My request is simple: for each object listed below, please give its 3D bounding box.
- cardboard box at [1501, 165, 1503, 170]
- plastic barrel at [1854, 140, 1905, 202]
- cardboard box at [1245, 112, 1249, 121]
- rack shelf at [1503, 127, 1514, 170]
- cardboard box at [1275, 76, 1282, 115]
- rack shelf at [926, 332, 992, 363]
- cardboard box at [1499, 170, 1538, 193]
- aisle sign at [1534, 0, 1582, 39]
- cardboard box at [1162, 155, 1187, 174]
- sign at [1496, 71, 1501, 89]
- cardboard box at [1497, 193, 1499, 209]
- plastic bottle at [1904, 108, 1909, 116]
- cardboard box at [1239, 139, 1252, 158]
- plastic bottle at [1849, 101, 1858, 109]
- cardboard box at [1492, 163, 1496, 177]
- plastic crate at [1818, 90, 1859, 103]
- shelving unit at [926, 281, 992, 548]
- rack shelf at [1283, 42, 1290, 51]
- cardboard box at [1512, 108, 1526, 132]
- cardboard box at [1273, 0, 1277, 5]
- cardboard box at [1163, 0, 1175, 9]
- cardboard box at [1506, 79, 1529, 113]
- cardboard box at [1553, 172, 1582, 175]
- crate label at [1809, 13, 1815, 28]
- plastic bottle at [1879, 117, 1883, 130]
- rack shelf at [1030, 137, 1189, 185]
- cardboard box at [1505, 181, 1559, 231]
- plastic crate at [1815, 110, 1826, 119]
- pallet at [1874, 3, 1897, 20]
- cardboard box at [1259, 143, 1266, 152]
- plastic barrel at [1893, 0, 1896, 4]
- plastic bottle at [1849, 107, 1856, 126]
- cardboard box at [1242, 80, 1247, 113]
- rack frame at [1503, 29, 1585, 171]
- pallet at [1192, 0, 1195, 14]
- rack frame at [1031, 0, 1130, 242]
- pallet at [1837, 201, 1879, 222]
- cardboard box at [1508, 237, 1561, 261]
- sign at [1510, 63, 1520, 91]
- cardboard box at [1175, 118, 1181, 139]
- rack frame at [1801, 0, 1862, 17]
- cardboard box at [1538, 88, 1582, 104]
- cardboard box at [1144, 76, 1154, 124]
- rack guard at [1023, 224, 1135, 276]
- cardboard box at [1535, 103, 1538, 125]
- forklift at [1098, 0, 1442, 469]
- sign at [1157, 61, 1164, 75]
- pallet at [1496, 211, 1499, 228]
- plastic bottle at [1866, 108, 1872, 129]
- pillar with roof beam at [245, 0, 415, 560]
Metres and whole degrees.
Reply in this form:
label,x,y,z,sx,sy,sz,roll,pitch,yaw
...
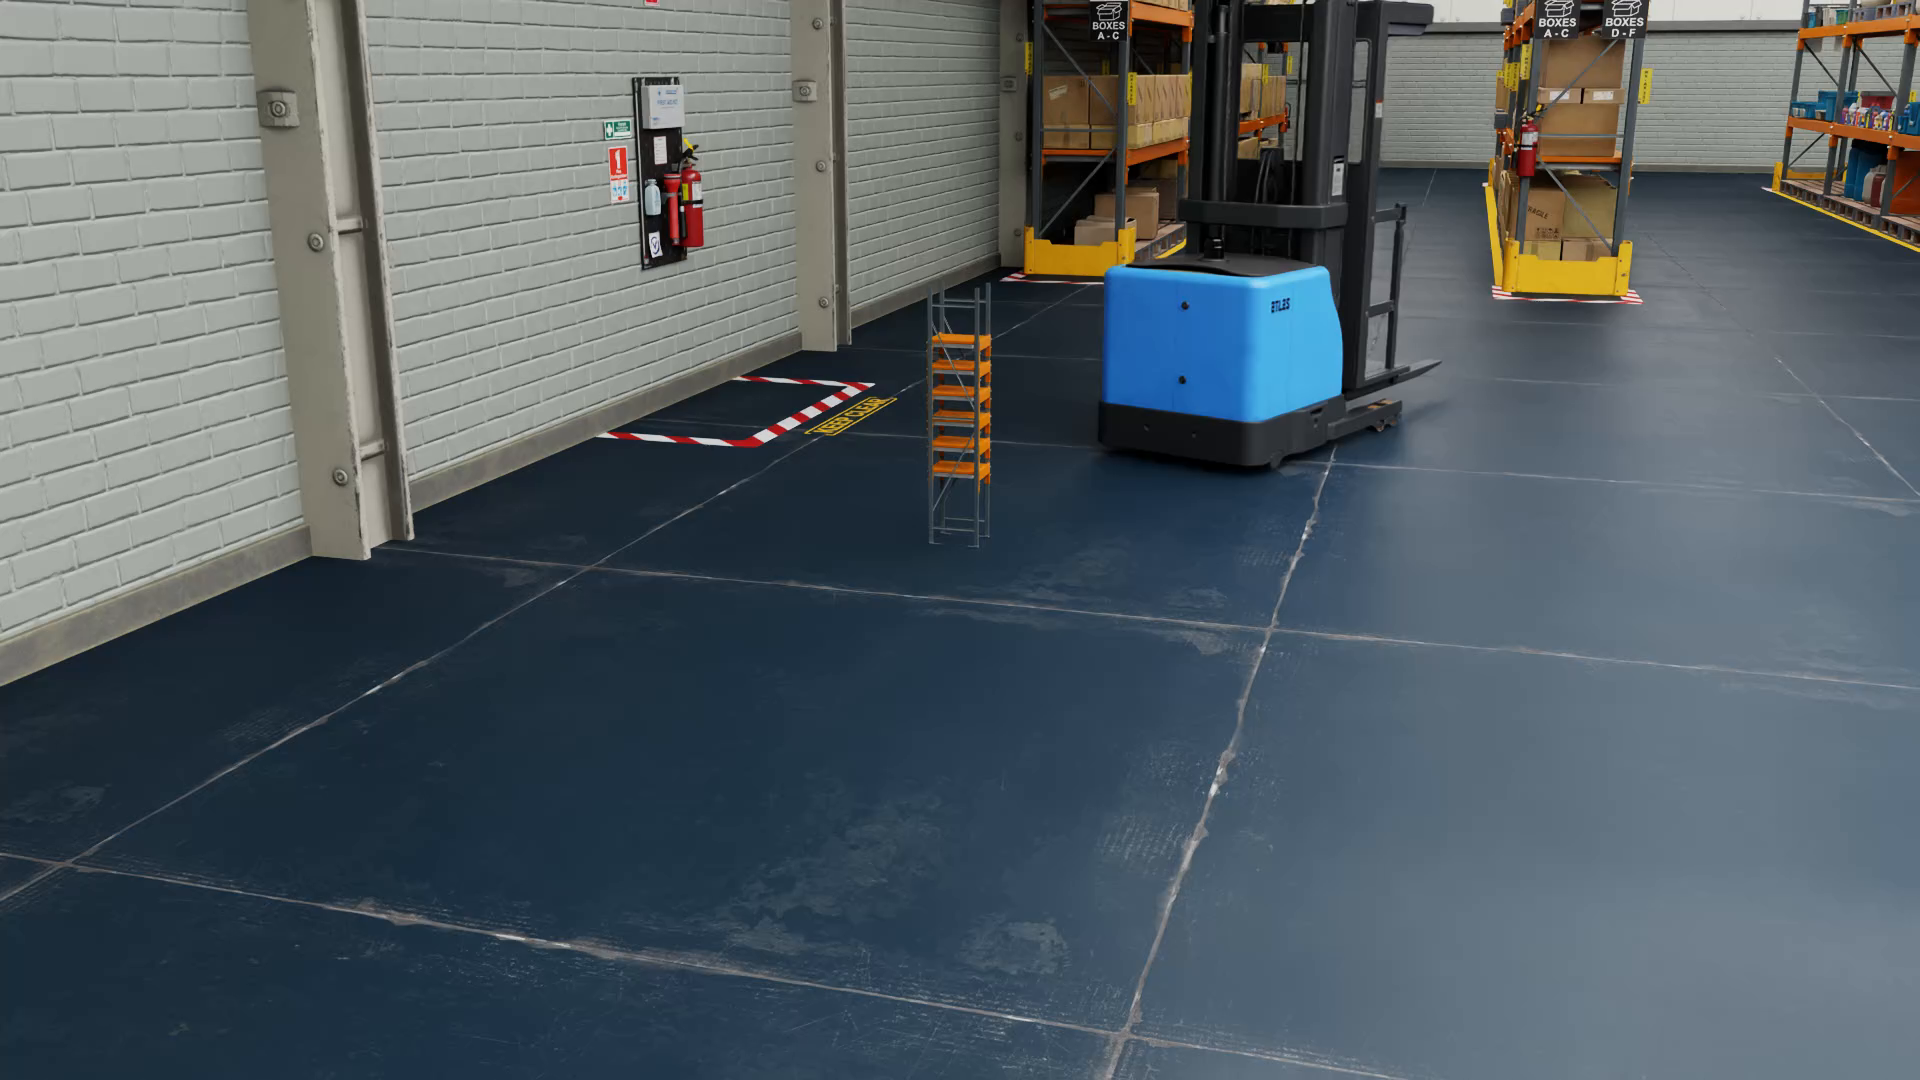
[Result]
label,x,y,z,sx,sy,sz,roll,pitch,yaw
cardboard box,8.471,-5.421,25.221,0.500,0.500,0.500,4,16,14
plastic barrel,13.796,-5.542,24.946,0.600,0.901,0.708,5,16,16
cardboard box,4.527,-6.958,27.286,0.380,0.149,0.250,5,16,16
rack shelf,7.715,-5.145,21.789,1.077,0.370,4.000,5,16,16
cardboard box,5.475,-8.309,31.078,0.980,0.700,0.700,4,16,15
rack shelf,-0.004,-0.877,7.566,0.258,0.103,0.180,5,16,16
cardboard box,7.853,-5.049,23.374,0.500,0.311,0.500,5,17,18
aisle sign,5.709,-5.177,15.822,0.394,0.787,0.004,5,16,16
cardboard box,2.855,-5.166,22.947,0.500,0.250,0.500,4,16,14
sign,10.036,-8.566,30.945,0.100,0.325,0.005,5,16,16
cardboard box,7.853,-4.779,23.451,0.500,0.250,0.500,5,16,16
plastic bottle,13.955,-6.228,24.524,0.097,0.271,0.097,0,16,0
cardboard box,4.359,-6.199,27.356,0.750,0.750,0.750,5,17,18
plastic bottle,13.746,-6.574,25.601,0.144,0.351,0.185,5,16,16
cardboard box,9.988,-6.745,30.345,0.500,0.250,0.500,5,16,16
plastic crate,15.388,-7.666,29.184,0.616,0.435,0.499,5,16,16
shelving unit,-0.004,-0.573,7.652,0.258,1.200,0.189,5,16,16
rack shelf,5.238,-9.064,30.110,1.077,0.370,4.000,5,16,16
cardboard box,7.843,-5.752,22.776,0.500,0.311,0.500,4,16,15
cardboard box,5.277,-9.357,29.148,0.500,0.250,0.500,4,16,15
cardboard box,2.212,-6.421,19.254,0.500,0.500,0.500,4,16,14
cardboard box,8.354,-6.438,24.076,0.700,0.500,0.500,-1,16,-3
cardboard box,8.229,-4.871,22.746,0.500,0.311,0.500,4,16,15
crate label,14.733,-8.877,28.405,0.408,0.251,0.502,5,16,16
plastic bottle,12.936,-5.838,23.279,0.097,0.201,0.097,0,16,0
rack shelf,1.827,-4.481,19.451,1.077,0.370,4.000,5,16,16
cardboard box,6.147,-3.587,17.875,0.500,0.500,0.500,5,16,16
plastic crate,14.374,-7.056,27.584,0.293,0.136,0.466,5,16,16
pallet,13.719,-7.518,23.687,1.003,0.211,1.213,5,16,16
cardboard box,5.252,-7.018,29.699,0.380,0.149,0.250,5,17,18
plastic barrel,14.103,-8.157,24.478,0.600,0.588,0.600,0,16,0
plastic bottle,13.508,-6.398,25.125,0.097,0.271,0.097,0,16,0
cardboard box,4.216,-6.971,26.146,0.500,0.500,0.500,5,16,16
rack frame,8.283,-6.014,23.536,1.000,3.000,0.127,5,16,16
pallet,2.673,-6.857,21.354,1.213,0.211,1.003,5,16,16
rack frame,1.259,-4.304,17.508,1.000,3.000,0.127,5,16,16
pallet,13.564,-4.815,24.419,1.003,0.211,1.213,5,16,16
cardboard box,5.879,-2.964,17.050,0.500,0.250,0.500,5,16,16
sign,6.623,-5.526,19.838,0.100,0.325,0.005,5,16,16
cardboard box,2.402,-5.011,20.238,0.500,0.250,0.500,5,17,16
rack frame,15.305,-10.608,28.739,1.000,3.000,0.127,5,16,16
cardboard box,5.935,-4.396,16.459,0.380,0.149,0.250,4,16,15
cardboard box,1.833,-4.833,18.234,0.500,0.500,0.500,5,16,16
rack guard,1.281,-3.122,17.919,1.175,0.500,0.348,5,16,16
cardboard box,6.592,-4.496,17.999,0.700,0.500,0.500,5,17,18
forklift,2.088,-2.141,10.007,1.130,2.935,3.031,12,20,36
sign,2.999,-6.996,24.877,0.100,0.325,0.005,5,16,16
pallet,8.012,-4.460,23.168,1.003,0.211,1.213,5,16,16
plastic bottle,13.152,-6.094,24.032,0.061,0.283,0.133,5,16,16
pillar with roof beam,1.346,-3.967,5.326,9.100,9.000,0.400,5,16,16
